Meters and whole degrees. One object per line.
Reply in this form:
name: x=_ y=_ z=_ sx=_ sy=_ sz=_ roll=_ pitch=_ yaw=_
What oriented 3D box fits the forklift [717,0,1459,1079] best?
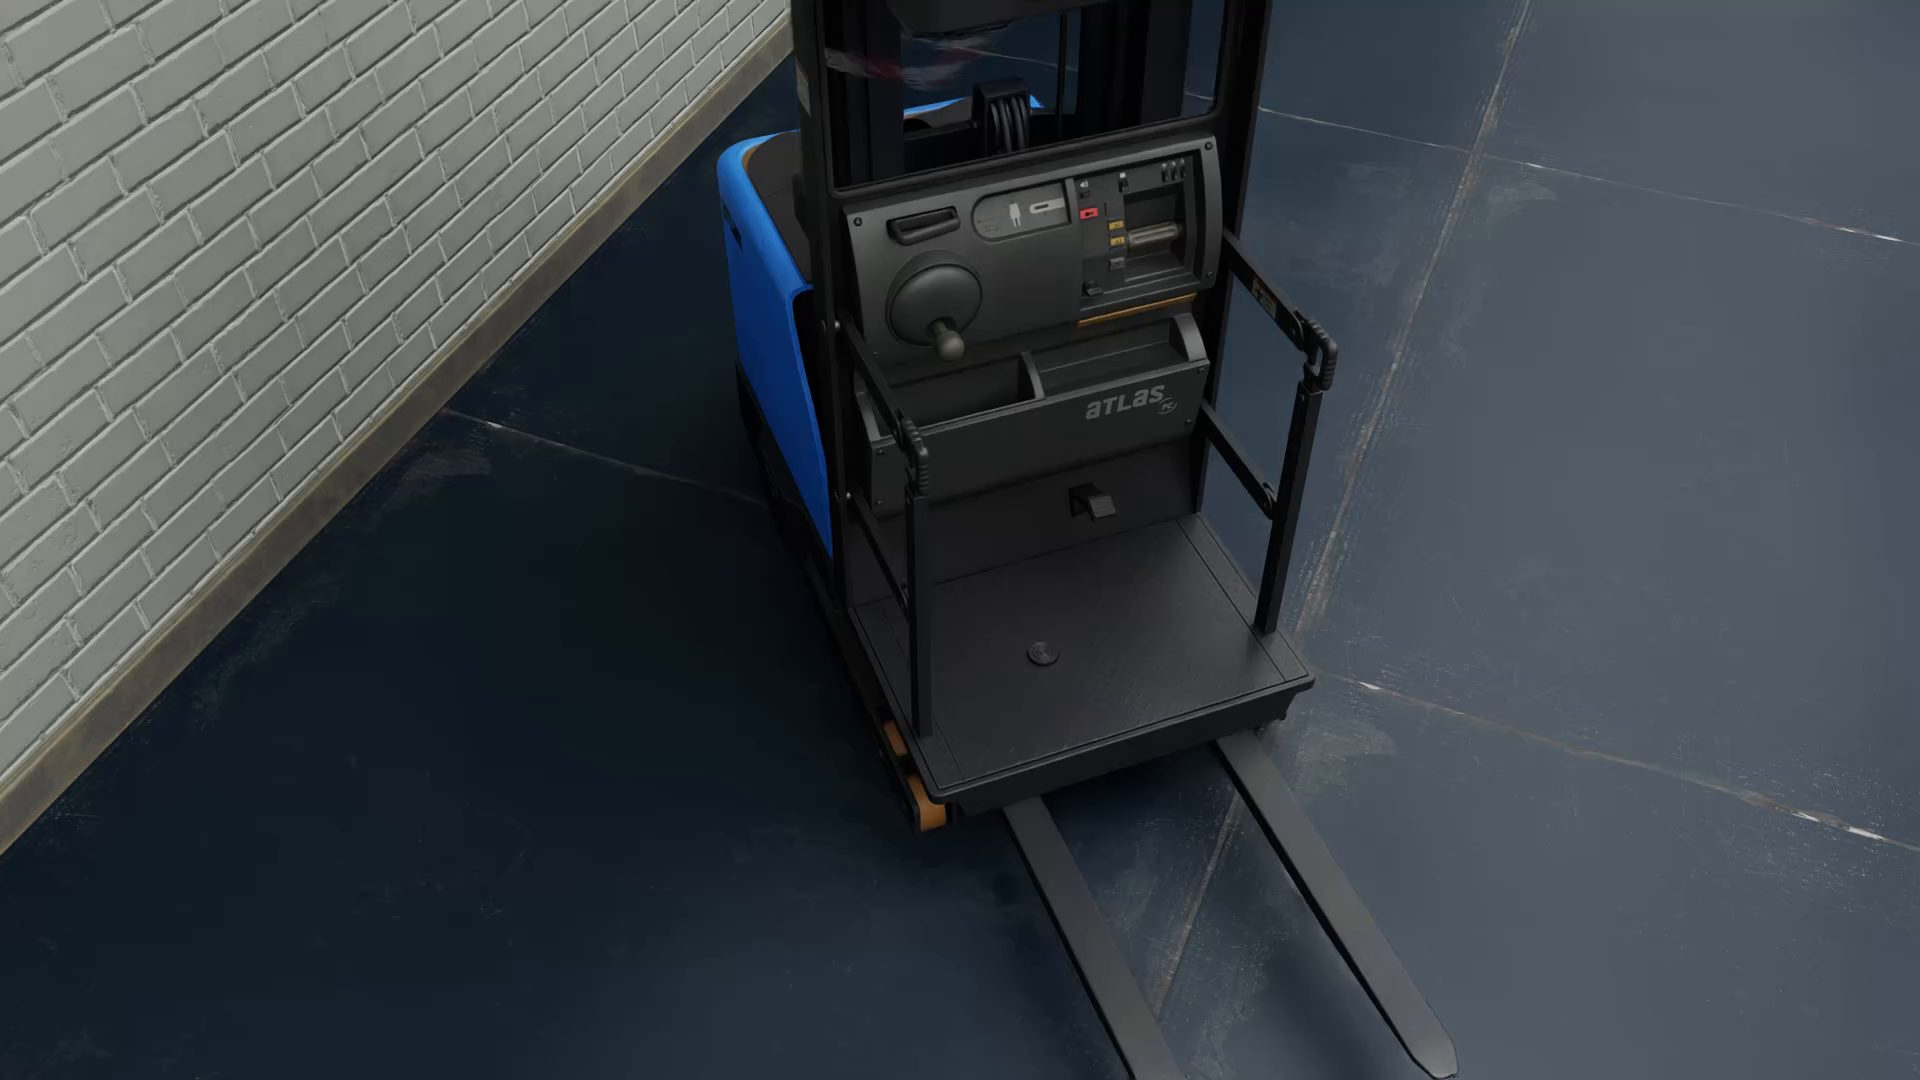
forklift: x=0.268 y=-0.598 z=3.773 sx=1.130 sy=2.935 sz=3.031 roll=-15 pitch=47 yaw=-15
